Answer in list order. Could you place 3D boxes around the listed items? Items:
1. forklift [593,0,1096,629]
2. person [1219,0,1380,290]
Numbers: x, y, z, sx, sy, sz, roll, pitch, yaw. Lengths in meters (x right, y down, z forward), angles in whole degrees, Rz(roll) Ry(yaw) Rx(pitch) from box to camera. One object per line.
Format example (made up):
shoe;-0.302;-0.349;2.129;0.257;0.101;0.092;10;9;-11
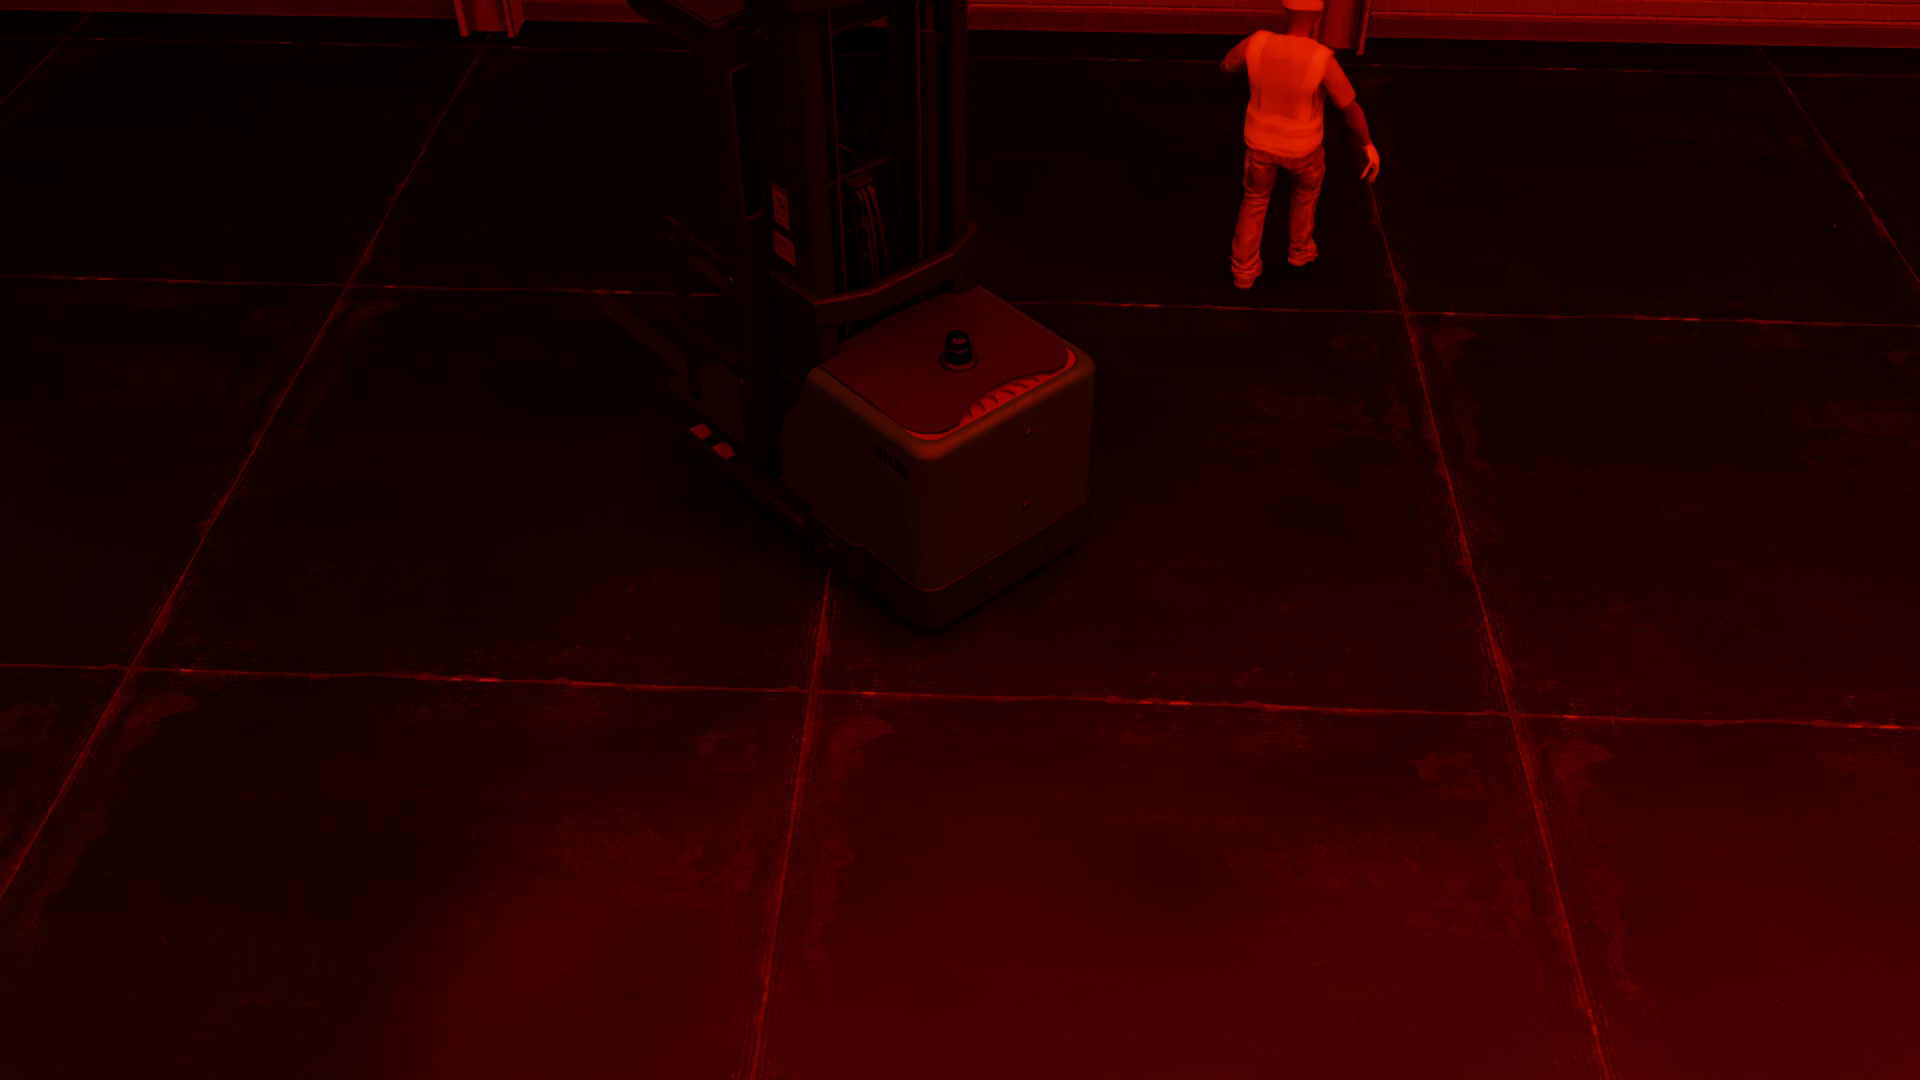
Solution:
forklift;-0.743;-1.604;7.499;1.130;2.935;3.031;-31;51;-29
person;1.829;-2.220;9.077;1.043;1.794;0.647;20;46;21
